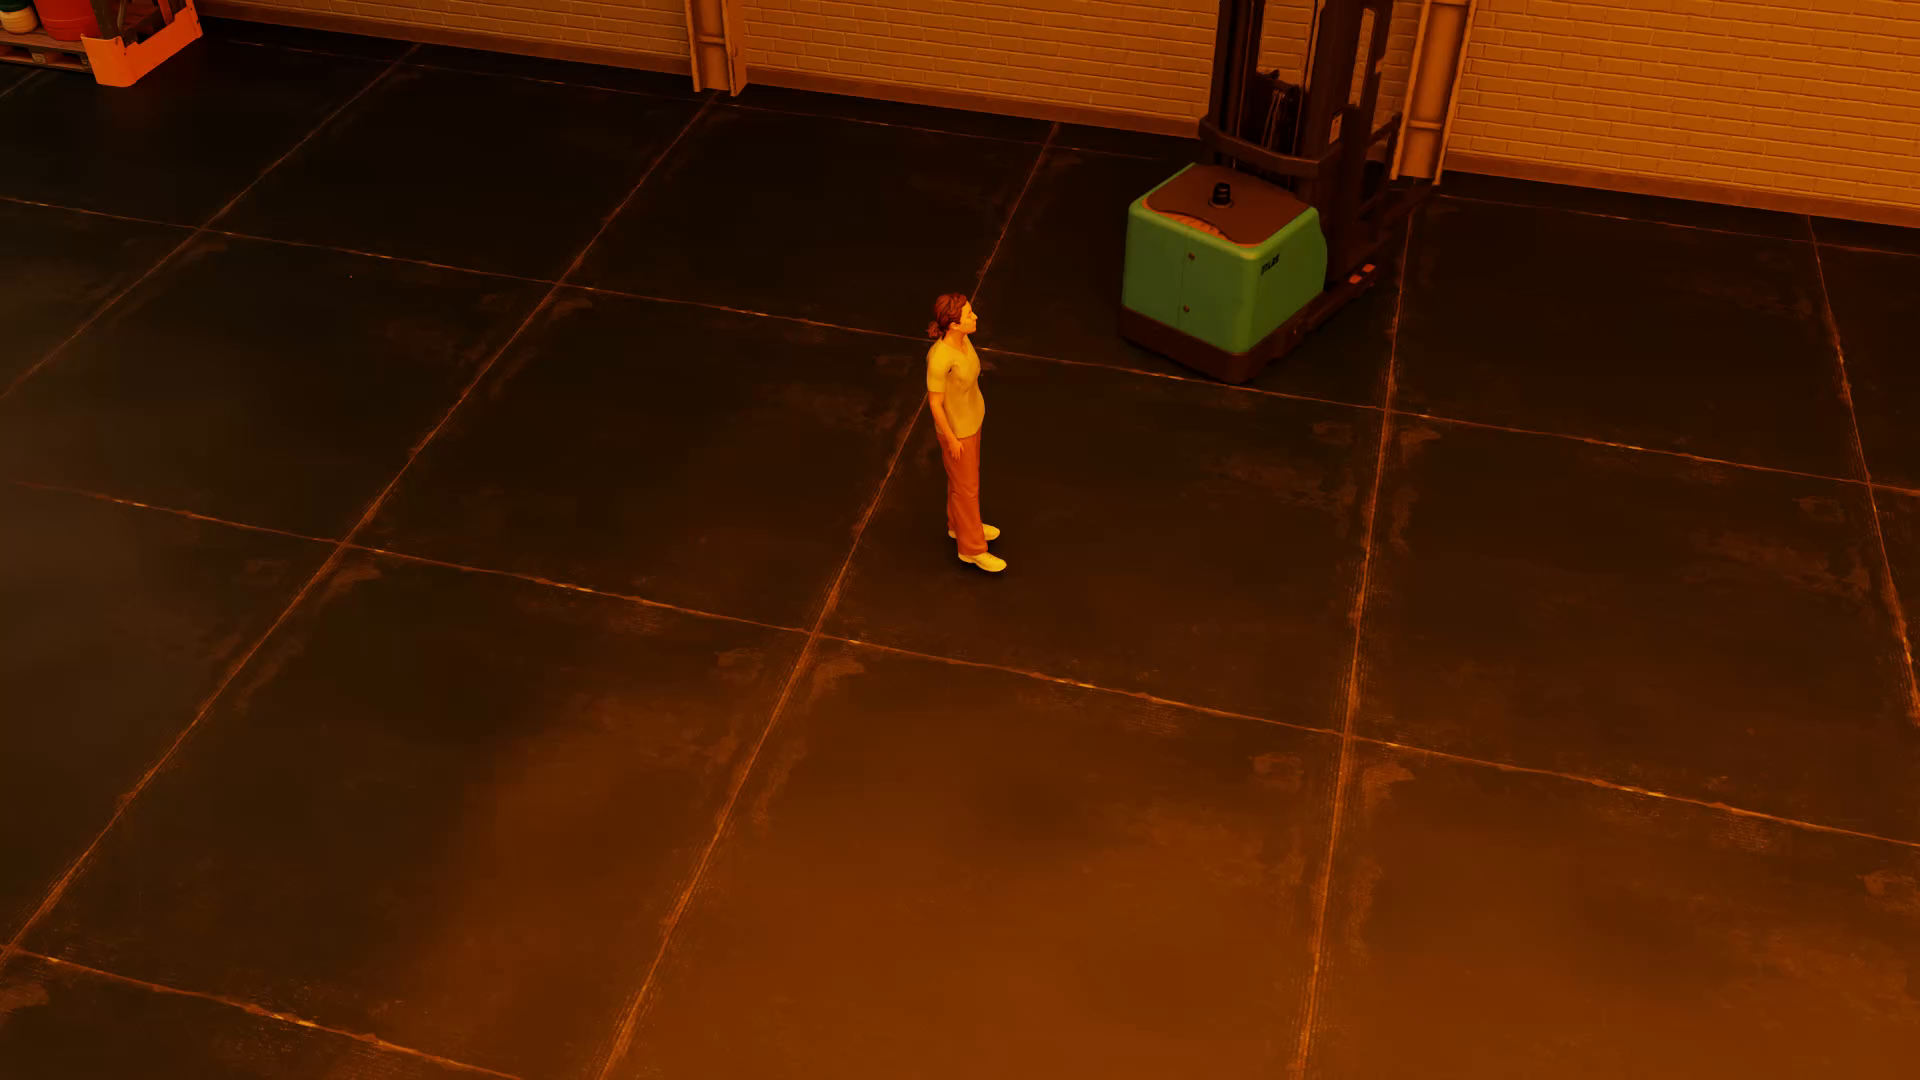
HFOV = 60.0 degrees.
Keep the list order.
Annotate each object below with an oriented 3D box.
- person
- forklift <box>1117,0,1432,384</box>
[{"bbox_3d":[0.069,-0.646,9.479,0.547,1.673,0.554,10,42,11],"label":"person"},{"bbox_3d":[2.431,-3.053,11.344,1.130,2.935,3.031,29,49,29],"label":"forklift"}]
